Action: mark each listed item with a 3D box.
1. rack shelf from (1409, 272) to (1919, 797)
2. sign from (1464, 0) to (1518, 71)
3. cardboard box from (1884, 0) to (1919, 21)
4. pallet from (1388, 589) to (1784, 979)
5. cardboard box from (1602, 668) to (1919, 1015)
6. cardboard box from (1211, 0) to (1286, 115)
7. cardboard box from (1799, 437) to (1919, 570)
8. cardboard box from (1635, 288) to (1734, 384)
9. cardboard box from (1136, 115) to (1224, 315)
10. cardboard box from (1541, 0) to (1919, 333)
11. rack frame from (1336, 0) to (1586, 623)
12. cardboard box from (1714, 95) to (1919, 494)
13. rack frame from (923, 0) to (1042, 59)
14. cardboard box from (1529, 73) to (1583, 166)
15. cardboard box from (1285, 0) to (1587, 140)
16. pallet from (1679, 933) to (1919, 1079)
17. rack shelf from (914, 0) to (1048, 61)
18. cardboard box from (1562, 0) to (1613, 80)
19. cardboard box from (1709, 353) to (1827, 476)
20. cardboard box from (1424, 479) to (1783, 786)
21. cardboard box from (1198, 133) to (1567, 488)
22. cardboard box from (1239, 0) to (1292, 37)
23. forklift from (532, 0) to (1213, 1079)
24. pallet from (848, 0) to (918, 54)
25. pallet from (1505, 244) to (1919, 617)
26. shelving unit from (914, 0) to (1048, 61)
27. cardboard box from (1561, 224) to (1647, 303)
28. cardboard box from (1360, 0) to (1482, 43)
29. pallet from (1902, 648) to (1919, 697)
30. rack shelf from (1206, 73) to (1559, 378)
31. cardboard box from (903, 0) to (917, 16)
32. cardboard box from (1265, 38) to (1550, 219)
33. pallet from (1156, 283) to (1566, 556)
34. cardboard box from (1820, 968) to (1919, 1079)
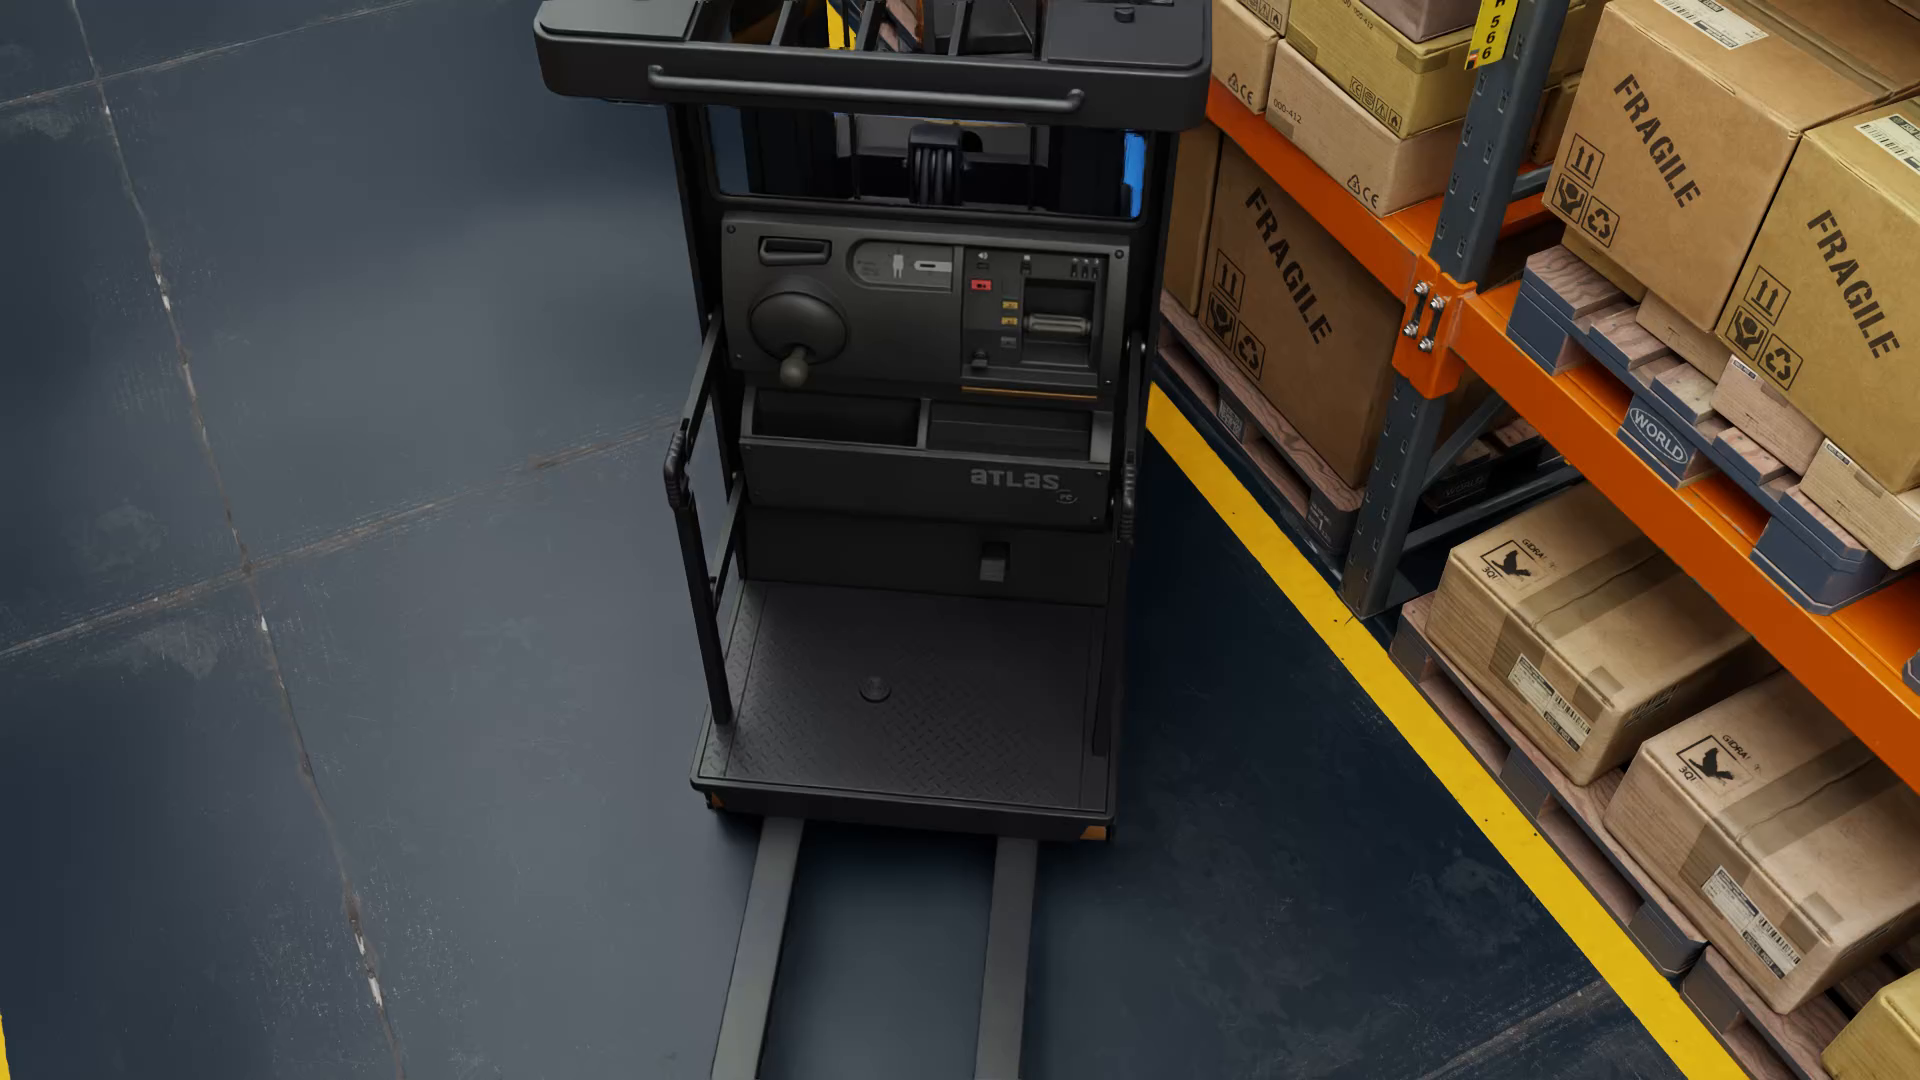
[{"bbox_3d":[2.541,0.625,3.188,1.077,0.370,4.000,-21,52,-18],"label":"rack shelf"},{"bbox_3d":[1.134,-1.138,3.483,0.100,0.325,0.005,-21,52,-18],"label":"sign"},{"bbox_3d":[2.081,-1.011,3.598,0.500,0.500,0.500,-23,53,-19],"label":"cardboard box"},{"bbox_3d":[1.982,0.491,4.680,1.003,0.211,1.213,-21,52,-18],"label":"pallet"},{"bbox_3d":[2.221,0.649,4.156,0.950,0.372,0.625,-22,52,-18],"label":"cardboard box"},{"bbox_3d":[0.916,-1.486,4.657,0.500,0.250,0.500,-20,52,-17],"label":"cardboard box"},{"bbox_3d":[1.901,-0.133,3.262,0.380,0.149,0.250,-21,52,-17],"label":"cardboard box"},{"bbox_3d":[1.709,-0.523,3.603,0.380,0.149,0.250,-24,53,-20],"label":"cardboard box"},{"bbox_3d":[0.980,-1.478,5.683,0.875,0.875,0.875,-21,52,-17],"label":"cardboard box"},{"bbox_3d":[1.626,-0.838,3.447,0.500,0.500,0.500,-23,53,-19],"label":"cardboard box"},{"bbox_3d":[1.626,-0.950,4.088,1.000,3.000,0.127,-21,52,-18],"label":"rack frame"},{"bbox_3d":[1.871,-0.492,3.145,0.500,0.500,0.500,-19,51,-16],"label":"cardboard box"},{"bbox_3d":[0.096,-1.338,5.013,0.400,2.100,0.015,-3,48,-2],"label":"rack frame"},{"bbox_3d":[1.626,-1.315,4.507,0.500,0.250,0.500,-22,52,-18],"label":"cardboard box"},{"bbox_3d":[1.179,-1.302,4.164,0.500,0.250,0.500,-21,52,-18],"label":"cardboard box"},{"bbox_3d":[2.537,1.307,3.967,1.003,0.211,1.213,-21,52,-18],"label":"pallet"},{"bbox_3d":[0.081,-1.510,5.186,0.431,0.518,0.480,-3,48,-2],"label":"rack shelf"},{"bbox_3d":[1.614,-1.490,4.328,0.500,0.250,0.500,-22,52,-18],"label":"cardboard box"},{"bbox_3d":[1.793,-0.324,3.429,0.380,0.149,0.250,-24,53,-20],"label":"cardboard box"},{"bbox_3d":[1.876,0.158,4.586,0.950,0.372,0.625,-24,53,-20],"label":"cardboard box"},{"bbox_3d":[1.384,-0.880,5.159,0.875,0.875,0.875,-22,52,-18],"label":"cardboard box"},{"bbox_3d":[0.941,-1.644,4.463,0.500,0.250,0.500,-22,53,-18],"label":"cardboard box"},{"bbox_3d":[-0.104,-0.427,3.676,1.130,2.935,3.031,4,49,4],"label":"forklift"},{"bbox_3d":[0.216,-2.219,7.050,1.003,0.211,1.213,-21,52,-18],"label":"pallet"},{"bbox_3d":[2.047,-0.447,3.775,1.213,0.211,1.003,-21,52,-18],"label":"pallet"},{"bbox_3d":[0.081,-1.519,5.176,0.431,2.100,0.503,-3,48,-2],"label":"shelving unit"},{"bbox_3d":[1.610,-0.724,3.778,0.380,0.149,0.250,-24,53,-20],"label":"cardboard box"},{"bbox_3d":[1.157,-1.568,3.898,0.500,0.500,0.500,-22,53,-18],"label":"cardboard box"},{"bbox_3d":[2.568,0.424,3.014,1.003,0.211,1.213,-21,52,-18],"label":"pallet"},{"bbox_3d":[0.711,-2.052,5.530,1.077,0.370,4.000,-21,52,-18],"label":"rack shelf"},{"bbox_3d":[0.151,-2.679,6.733,0.875,0.875,0.875,-20,52,-16],"label":"cardboard box"},{"bbox_3d":[1.164,-1.150,4.363,0.500,0.250,0.500,-23,53,-19],"label":"cardboard box"},{"bbox_3d":[1.332,-0.586,5.622,1.003,0.211,1.213,-21,52,-18],"label":"pallet"},{"bbox_3d":[2.563,1.159,3.710,0.950,0.372,0.625,-20,52,-16],"label":"cardboard box"}]
